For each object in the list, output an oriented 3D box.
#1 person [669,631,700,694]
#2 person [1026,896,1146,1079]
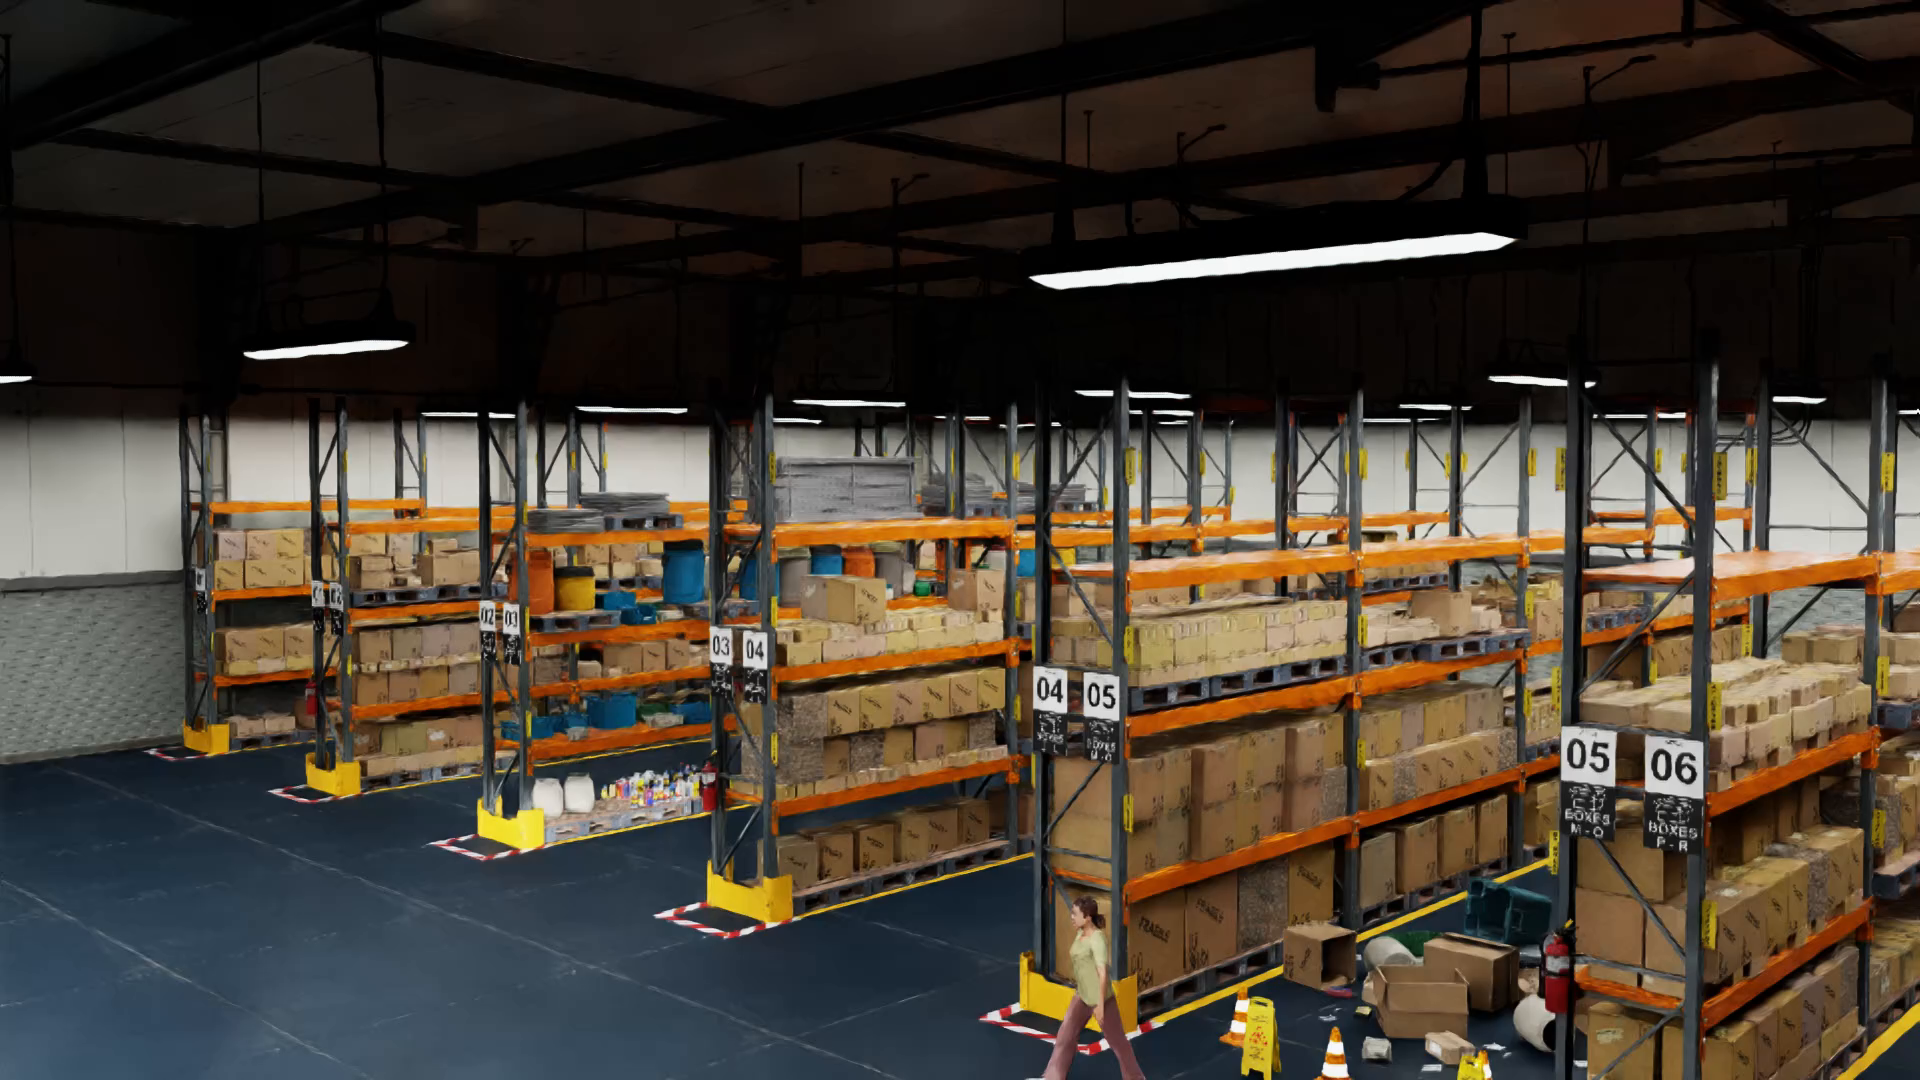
[{"bbox_3d":[-5.654,2.580,33.921,0.461,1.583,0.999,3,4,42],"label":"person"},{"bbox_3d":[1.033,3.655,13.274,0.930,1.605,0.483,-1,3,-18],"label":"person"}]
